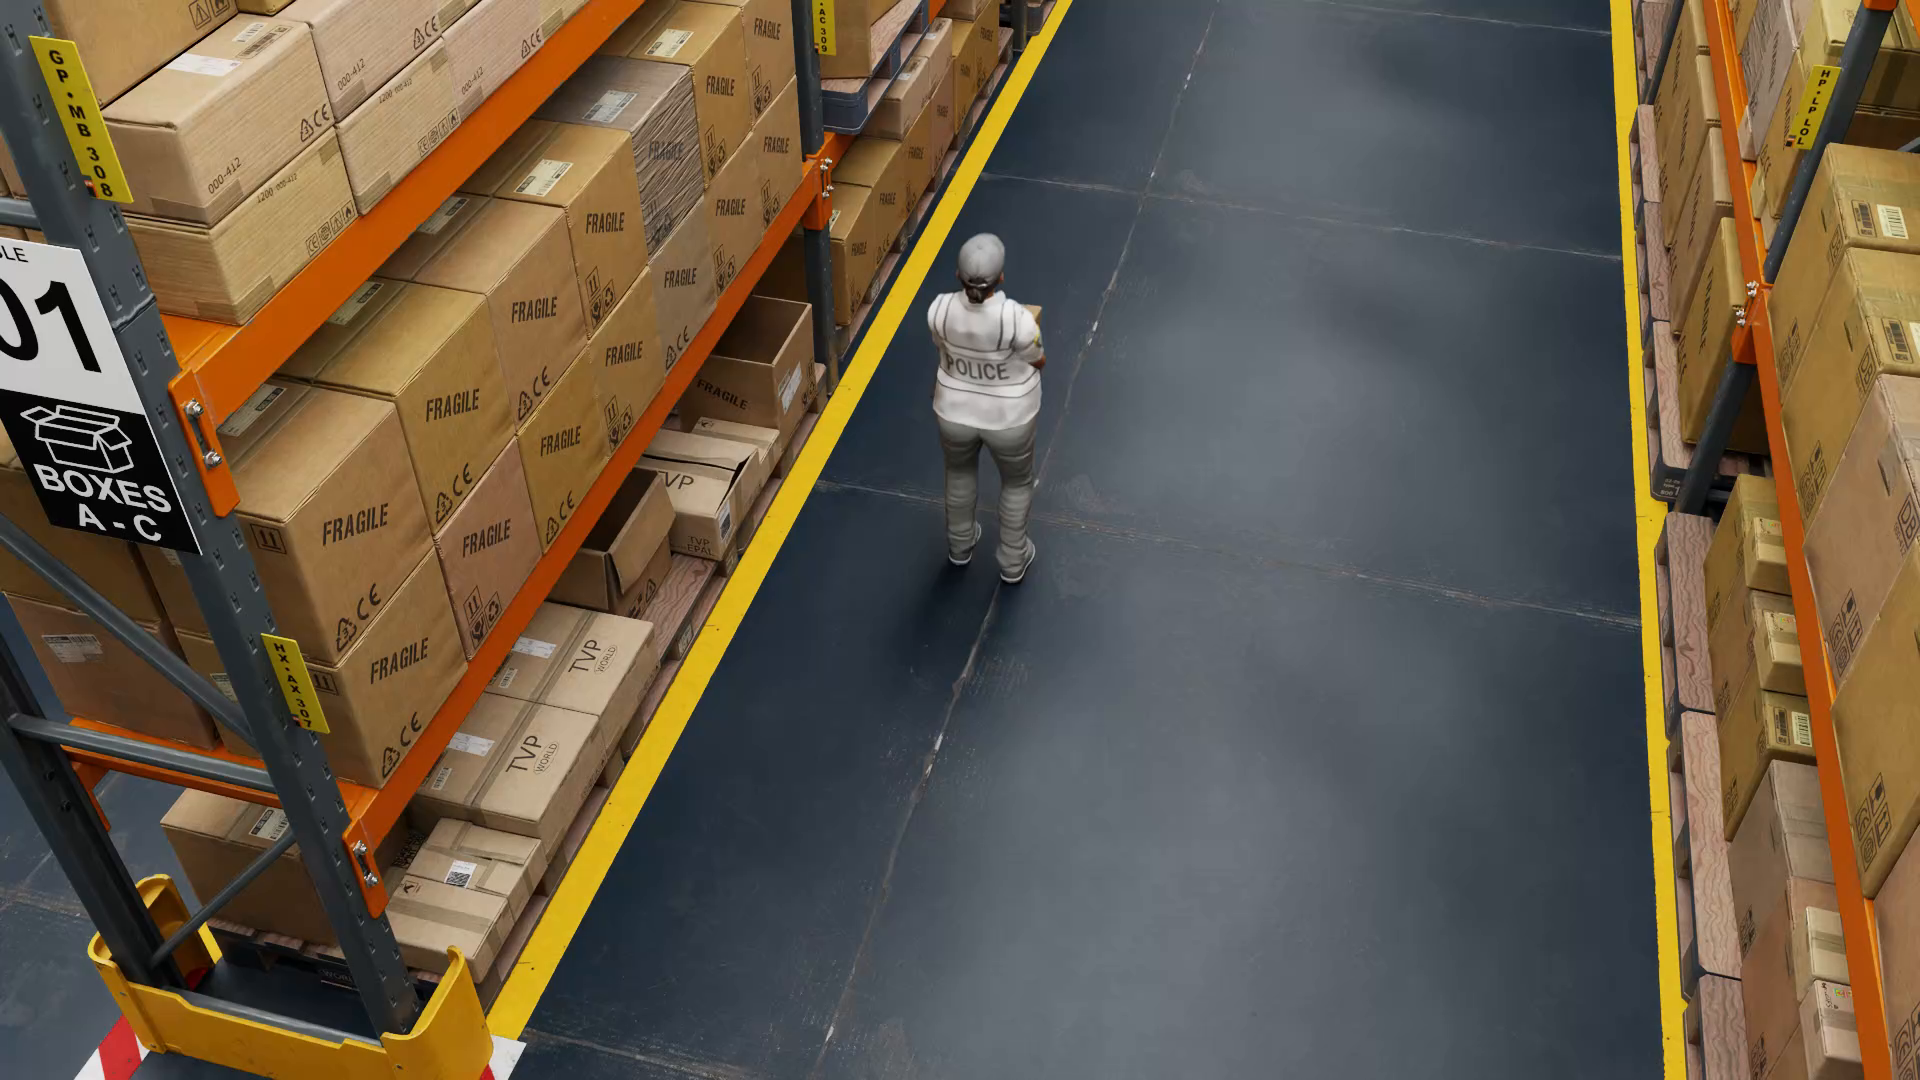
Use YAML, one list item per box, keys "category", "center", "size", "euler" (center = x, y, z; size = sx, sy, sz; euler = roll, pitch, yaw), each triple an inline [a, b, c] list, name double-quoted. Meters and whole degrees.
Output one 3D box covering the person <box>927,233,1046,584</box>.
- category: "person"
  center: [0.123, -0.567, 6.811]
  size: [0.455, 1.656, 0.535]
  euler: [10, 42, 12]
